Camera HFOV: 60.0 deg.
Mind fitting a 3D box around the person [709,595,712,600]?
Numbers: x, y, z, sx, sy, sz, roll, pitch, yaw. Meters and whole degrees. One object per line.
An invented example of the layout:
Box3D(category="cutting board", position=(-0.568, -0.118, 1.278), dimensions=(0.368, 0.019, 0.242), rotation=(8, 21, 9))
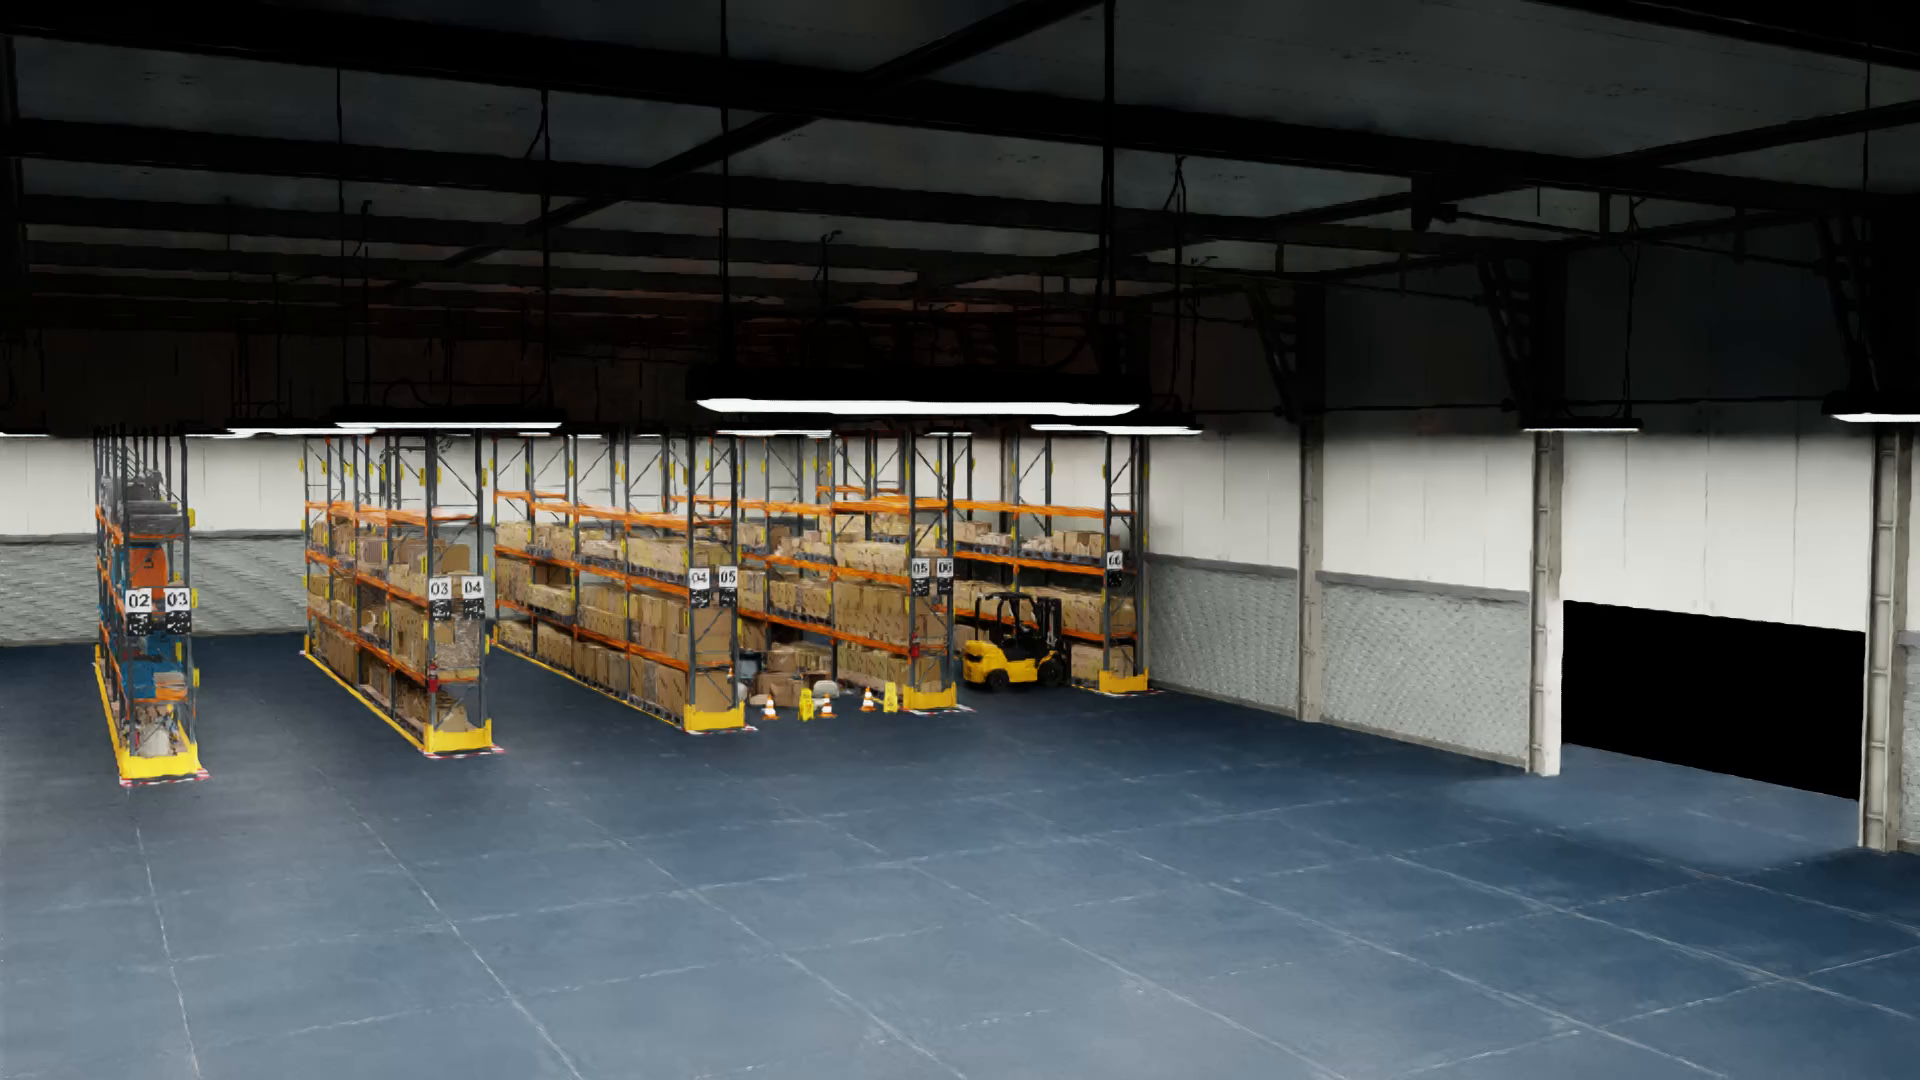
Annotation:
Box3D(category="person", position=(-6.601, 2.250, 43.407), dimensions=(0.562, 1.662, 0.586), rotation=(-1, 3, -9))
